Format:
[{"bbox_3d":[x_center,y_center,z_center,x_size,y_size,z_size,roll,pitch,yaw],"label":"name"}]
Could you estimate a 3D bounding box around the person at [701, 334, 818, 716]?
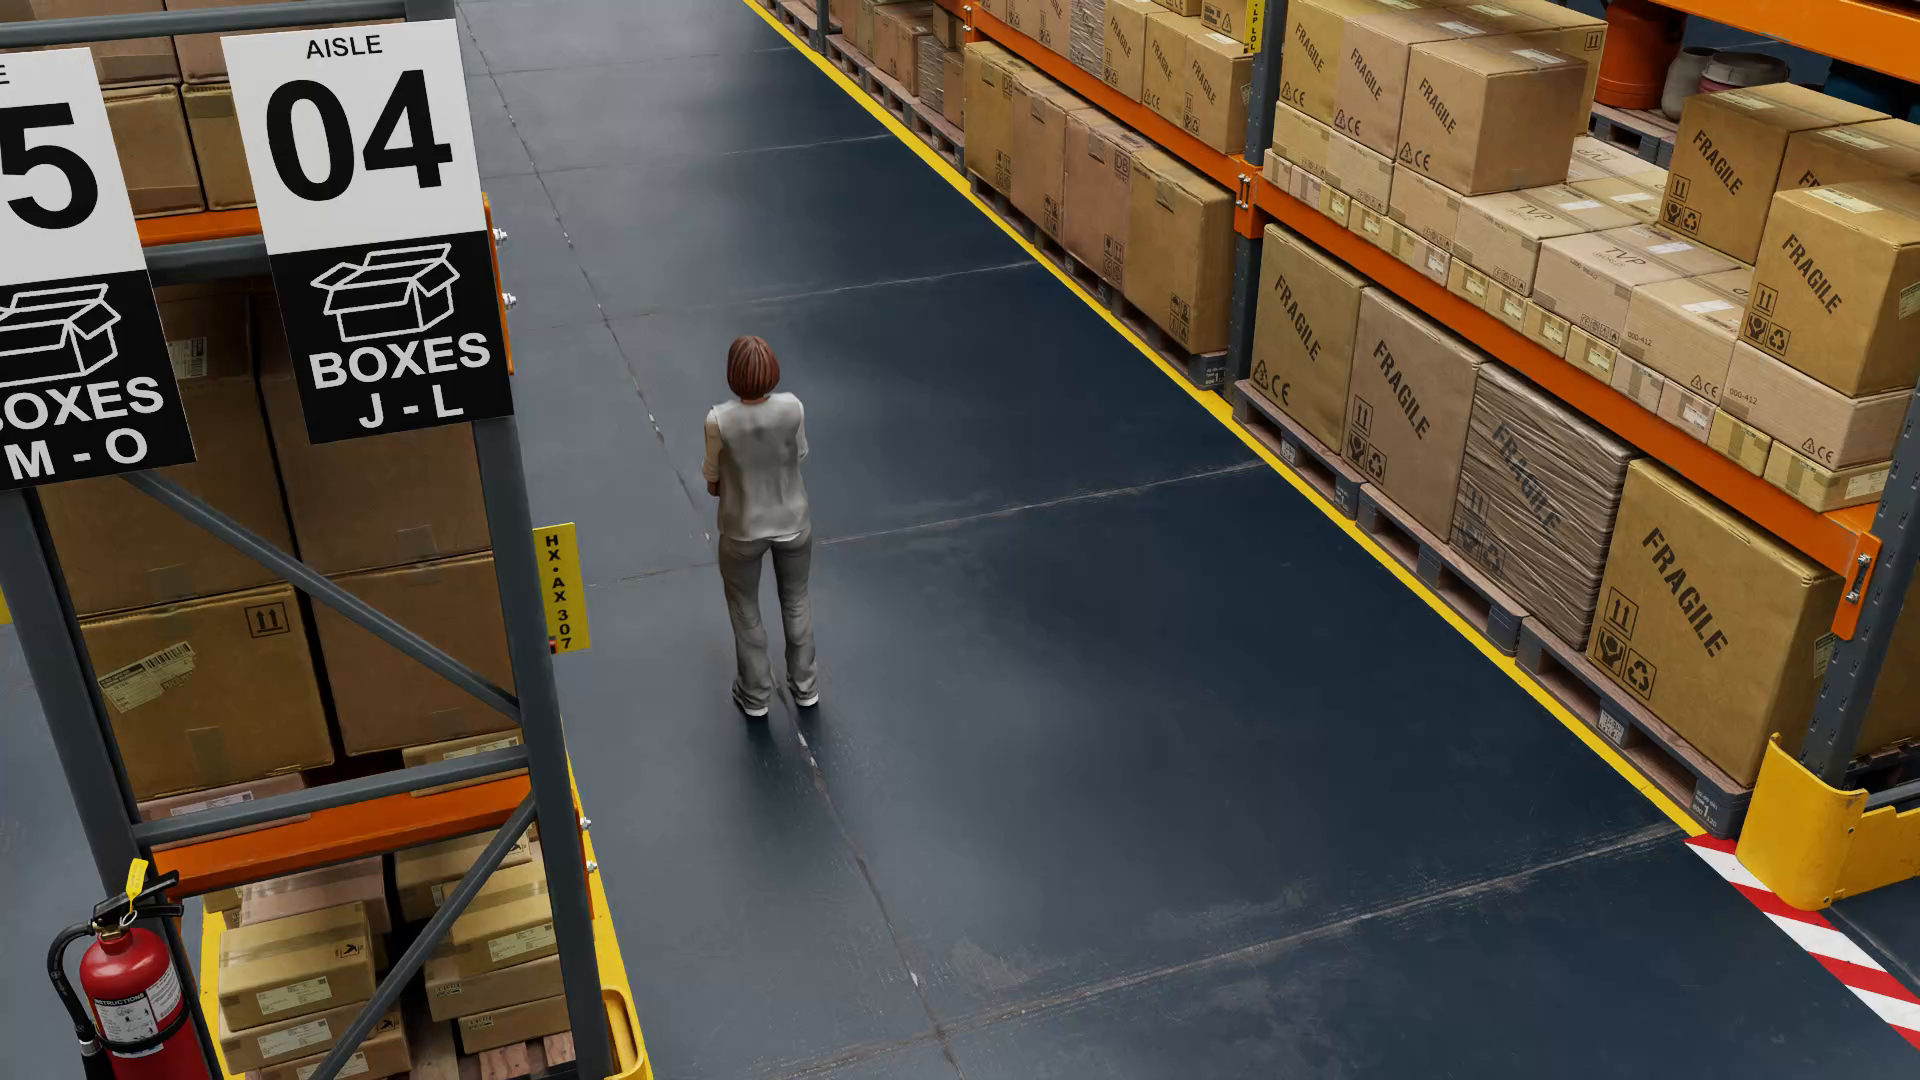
[{"bbox_3d":[-0.762,-0.087,6.296,0.404,1.591,0.490,-10,32,-16],"label":"person"}]
